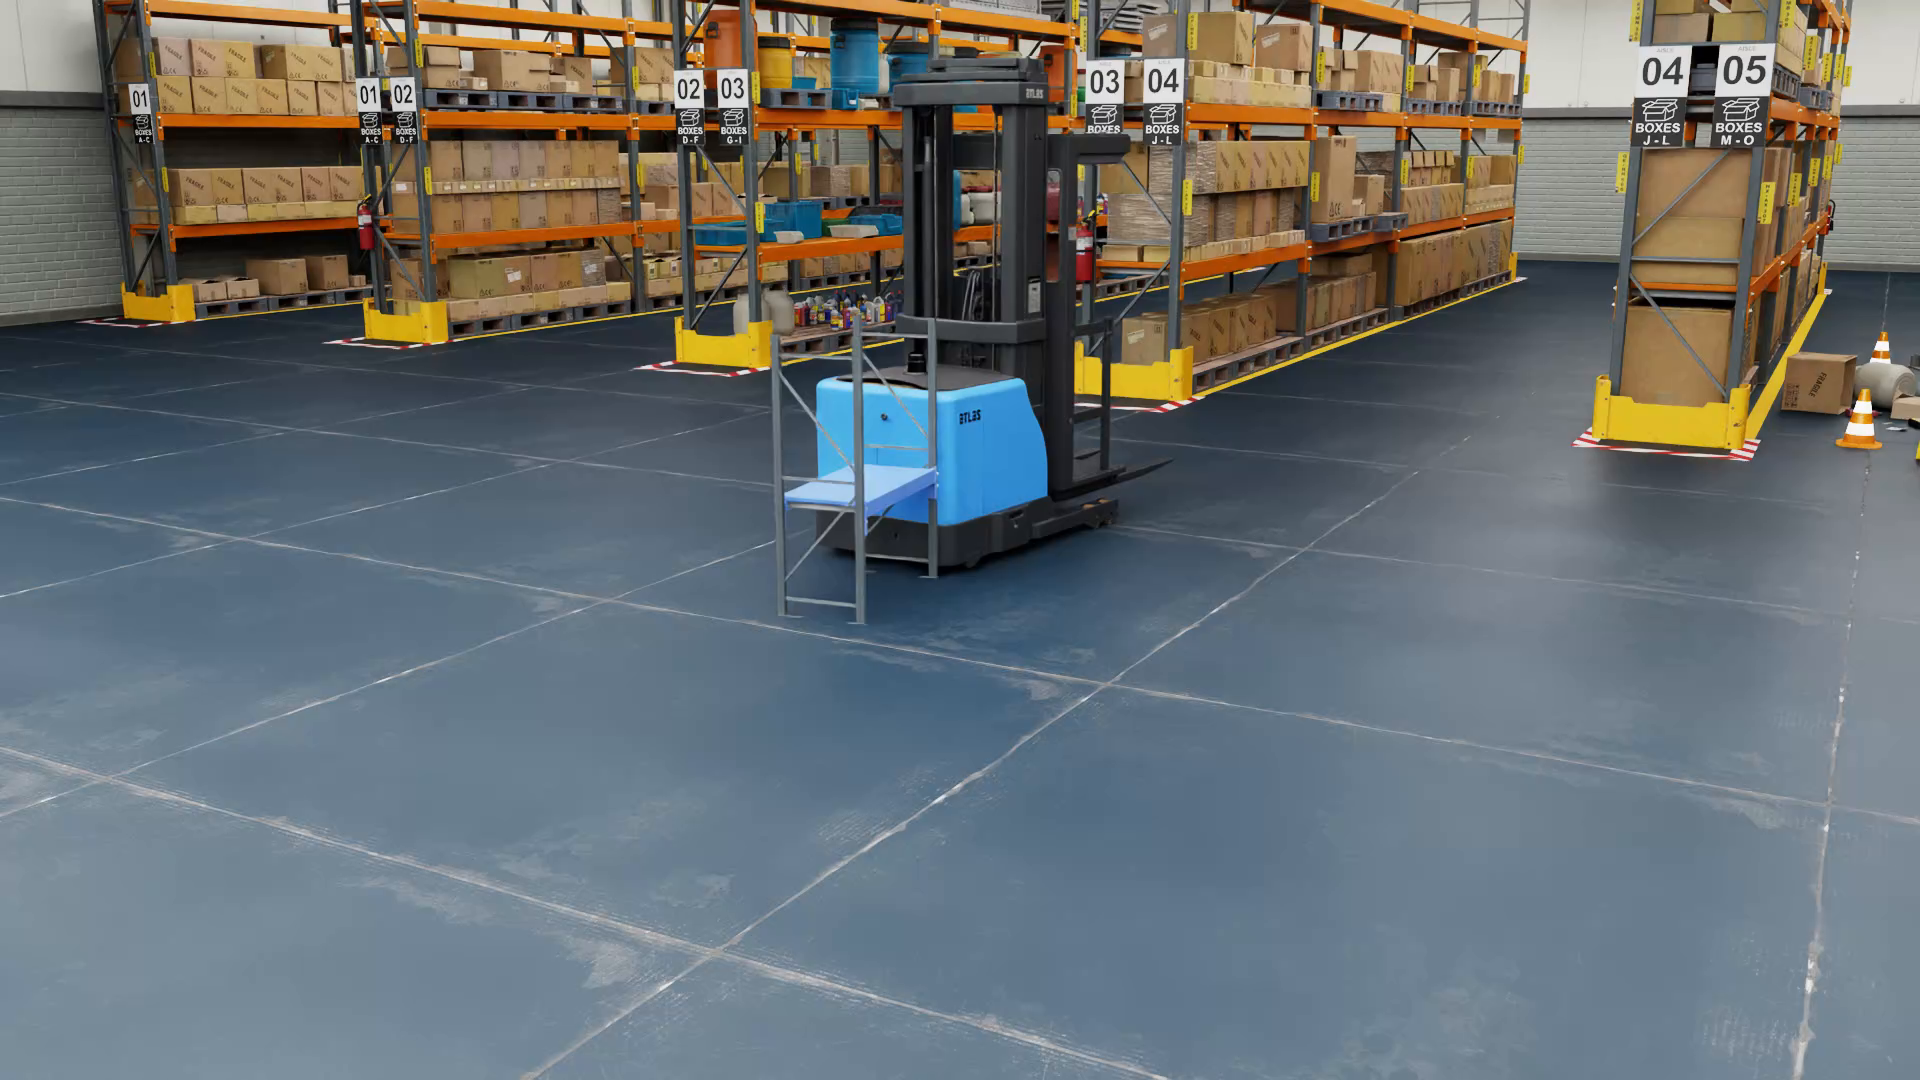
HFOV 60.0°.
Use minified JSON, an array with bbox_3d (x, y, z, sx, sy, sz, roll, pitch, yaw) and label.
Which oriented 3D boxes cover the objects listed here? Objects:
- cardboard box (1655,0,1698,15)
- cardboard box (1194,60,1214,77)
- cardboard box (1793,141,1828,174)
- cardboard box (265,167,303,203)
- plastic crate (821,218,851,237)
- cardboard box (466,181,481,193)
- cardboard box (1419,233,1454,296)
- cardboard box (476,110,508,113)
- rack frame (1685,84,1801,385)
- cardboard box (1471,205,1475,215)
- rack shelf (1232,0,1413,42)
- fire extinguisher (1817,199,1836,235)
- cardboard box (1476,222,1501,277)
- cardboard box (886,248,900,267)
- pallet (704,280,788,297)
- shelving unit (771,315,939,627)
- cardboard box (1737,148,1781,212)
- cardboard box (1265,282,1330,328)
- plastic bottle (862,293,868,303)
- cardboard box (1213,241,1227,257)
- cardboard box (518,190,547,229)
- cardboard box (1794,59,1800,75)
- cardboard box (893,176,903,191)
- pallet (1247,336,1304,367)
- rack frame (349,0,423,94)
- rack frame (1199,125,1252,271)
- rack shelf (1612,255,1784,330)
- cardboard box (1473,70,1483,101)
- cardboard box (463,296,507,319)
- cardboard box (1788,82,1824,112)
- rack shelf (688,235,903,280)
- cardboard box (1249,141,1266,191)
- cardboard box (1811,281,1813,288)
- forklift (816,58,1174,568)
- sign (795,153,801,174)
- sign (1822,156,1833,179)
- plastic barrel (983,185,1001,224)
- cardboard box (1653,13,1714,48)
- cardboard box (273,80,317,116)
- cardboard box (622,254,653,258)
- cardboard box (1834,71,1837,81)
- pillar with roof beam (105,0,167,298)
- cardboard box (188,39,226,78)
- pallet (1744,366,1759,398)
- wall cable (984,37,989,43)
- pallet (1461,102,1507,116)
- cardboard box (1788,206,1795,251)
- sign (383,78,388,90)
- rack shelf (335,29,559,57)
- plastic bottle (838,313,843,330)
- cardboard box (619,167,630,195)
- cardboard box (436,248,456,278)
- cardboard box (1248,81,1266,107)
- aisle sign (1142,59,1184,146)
[{"bbox_3d":[5.830,-4.384,13.643,0.380,0.149,0.250,8,15,29],"label":"cardboard box"},{"bbox_3d":[2.217,-4.534,16.010,0.380,0.149,0.250,8,16,29],"label":"cardboard box"},{"bbox_3d":[12.197,-5.506,23.991,0.500,0.500,0.500,8,16,29],"label":"cardboard box"},{"bbox_3d":[-10.101,-5.244,24.563,0.500,0.500,0.500,8,16,30],"label":"cardboard box"},{"bbox_3d":[-1.634,-3.915,20.824,0.450,0.188,0.662,7,15,28],"label":"plastic crate"},{"bbox_3d":[-6.373,-4.531,21.331,0.380,0.149,0.250,7,15,28],"label":"cardboard box"},{"bbox_3d":[6.749,-4.199,25.187,1.225,0.875,0.875,7,15,26],"label":"cardboard box"},{"bbox_3d":[-8.177,-7.470,28.456,0.797,0.503,0.637,10,17,36],"label":"cardboard box"},{"bbox_3d":[7.898,-3.120,17.077,1.000,3.000,0.127,7,15,28],"label":"rack frame"},{"bbox_3d":[8.034,-5.299,26.650,0.380,0.149,0.250,7,15,26],"label":"cardboard box"},{"bbox_3d":[4.572,-6.486,20.624,1.077,0.370,4.000,7,15,28],"label":"rack shelf"},{"bbox_3d":[14.225,-5.363,27.339,0.296,0.674,0.183,7,15,28],"label":"fire extinguisher"},{"bbox_3d":[8.727,-5.009,28.549,0.875,0.875,0.875,7,15,28],"label":"cardboard box"},{"bbox_3d":[-1.432,-5.232,30.231,0.500,0.500,0.500,7,15,28],"label":"cardboard box"},{"bbox_3d":[-3.563,-4.127,27.201,1.003,0.211,1.213,7,15,28],"label":"pallet"},{"bbox_3d":[-0.548,-0.413,9.045,0.538,1.500,1.048,5,14,20],"label":"shelving unit"},{"bbox_3d":[6.752,-3.192,14.751,0.875,0.550,0.550,7,15,28],"label":"cardboard box"},{"bbox_3d":[4.168,-2.921,20.645,0.700,0.500,0.500,7,15,28],"label":"cardboard box"},{"bbox_3d":[-1.269,-3.136,22.025,0.097,0.271,0.097,0,14,0],"label":"plastic bottle"},{"bbox_3d":[2.519,-2.995,17.091,0.380,0.149,0.250,7,15,28],"label":"cardboard box"},{"bbox_3d":[-6.016,-4.467,22.447,0.700,0.500,0.500,8,16,30],"label":"cardboard box"},{"bbox_3d":[7.757,-4.493,15.798,0.380,0.149,0.250,8,16,29],"label":"cardboard box"},{"bbox_3d":[-1.181,-6.648,31.495,0.500,0.500,0.500,8,16,29],"label":"cardboard box"},{"bbox_3d":[3.311,-2.206,19.233,1.003,0.211,1.213,7,15,28],"label":"pallet"},{"bbox_3d":[-6.999,-6.922,20.046,1.000,3.000,0.127,7,15,28],"label":"rack frame"},{"bbox_3d":[5.070,-6.726,32.034,1.000,3.000,0.127,7,15,28],"label":"rack frame"},{"bbox_3d":[6.931,-2.360,15.459,1.077,0.370,4.000,7,15,28],"label":"rack shelf"},{"bbox_3d":[8.062,-7.381,27.028,0.700,0.500,0.500,8,16,31],"label":"cardboard box"},{"bbox_3d":[-6.306,-3.061,21.801,0.500,0.250,0.500,7,15,28],"label":"cardboard box"},{"bbox_3d":[10.341,-5.535,20.479,0.500,0.500,0.500,7,15,28],"label":"cardboard box"},{"bbox_3d":[-1.698,-3.504,20.204,1.077,0.370,4.000,7,15,28],"label":"rack shelf"},{"bbox_3d":[2.900,-3.952,17.543,0.500,0.500,0.500,7,15,28],"label":"cardboard box"},{"bbox_3d":[13.062,-3.995,25.891,0.380,0.149,0.250,8,16,29],"label":"cardboard box"},{"bbox_3d":[0.393,-1.553,10.722,1.130,2.935,3.031,10,17,35],"label":"forklift"},{"bbox_3d":[-2.644,-6.148,27.163,0.100,0.325,0.005,7,15,28],"label":"sign"},{"bbox_3d":[12.253,-5.263,23.492,0.100,0.325,0.005,7,15,28],"label":"sign"},{"bbox_3d":[0.488,-4.741,23.509,0.433,0.535,0.433,0,14,0],"label":"plastic barrel"},{"bbox_3d":[5.956,-4.215,13.791,0.500,0.250,0.500,8,16,29],"label":"cardboard box"},{"bbox_3d":[-9.921,-6.551,24.652,0.500,0.500,0.500,7,15,26],"label":"cardboard box"},{"bbox_3d":[-4.874,-4.189,25.285,0.500,0.311,0.500,8,16,30],"label":"cardboard box"},{"bbox_3d":[12.796,-6.880,24.675,0.380,0.149,0.250,8,16,31],"label":"cardboard box"},{"bbox_3d":[-7.987,-7.236,21.349,9.100,9.000,0.400,7,15,28],"label":"pillar with roof beam"},{"bbox_3d":[-10.651,-6.717,23.208,0.500,0.500,0.500,7,15,27],"label":"cardboard box"},{"bbox_3d":[7.462,-1.618,16.793,1.003,0.211,1.213,7,15,28],"label":"pallet"},{"bbox_3d":[1.813,-12.524,39.132,3.097,2.526,0.112,7,15,28],"label":"wall cable"},{"bbox_3d":[8.468,-7.176,27.686,1.003,0.211,1.213,7,15,28],"label":"pallet"},{"bbox_3d":[8.631,-3.350,17.816,0.500,0.500,0.500,8,15,28],"label":"cardboard box"},{"bbox_3d":[-8.925,-7.036,25.817,0.100,0.325,0.005,7,15,28],"label":"sign"},{"bbox_3d":[-8.436,-8.169,27.608,1.077,0.370,4.000,7,15,28],"label":"rack shelf"},{"bbox_3d":[-1.465,-2.655,20.179,0.097,0.201,0.097,0,14,0],"label":"plastic bottle"},{"bbox_3d":[-6.509,-6.689,30.989,0.500,0.500,0.500,7,15,28],"label":"cardboard box"},{"bbox_3d":[-8.856,-4.650,27.816,0.700,0.500,0.500,7,15,27],"label":"cardboard box"},{"bbox_3d":[2.865,-4.652,17.351,0.500,0.250,0.500,8,16,30],"label":"cardboard box"},{"bbox_3d":[1.904,-4.100,15.592,0.394,0.787,0.004,7,15,28],"label":"aisle sign"}]
